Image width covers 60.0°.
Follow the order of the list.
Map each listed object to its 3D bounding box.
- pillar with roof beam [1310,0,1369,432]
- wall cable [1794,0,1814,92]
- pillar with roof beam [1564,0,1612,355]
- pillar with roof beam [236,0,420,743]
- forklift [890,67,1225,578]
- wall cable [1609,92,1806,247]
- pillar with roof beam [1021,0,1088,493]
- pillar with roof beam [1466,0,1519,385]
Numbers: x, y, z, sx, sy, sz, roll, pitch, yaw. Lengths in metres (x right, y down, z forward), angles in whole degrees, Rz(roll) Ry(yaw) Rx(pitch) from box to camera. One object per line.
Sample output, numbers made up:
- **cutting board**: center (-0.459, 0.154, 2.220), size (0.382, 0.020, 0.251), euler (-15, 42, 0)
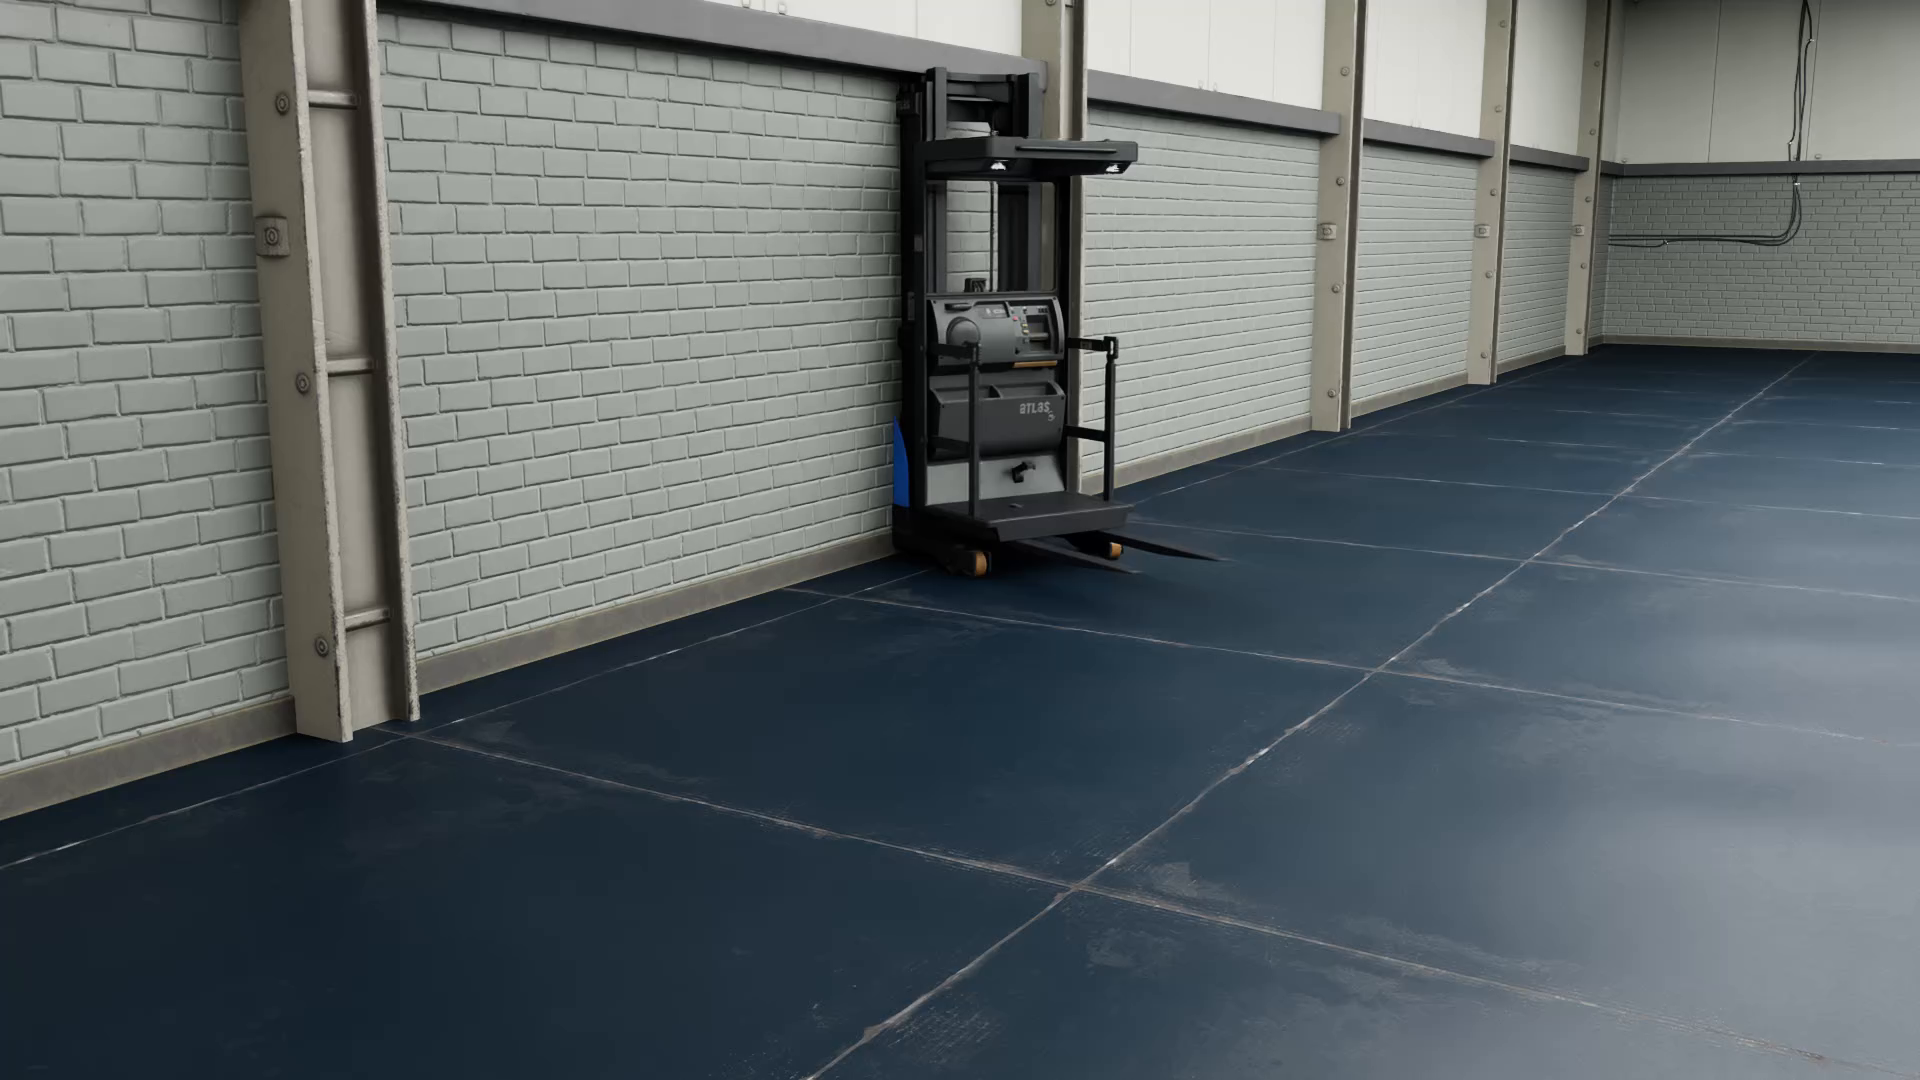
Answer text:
- **pillar with roof beam**: center (7.435, -5.142, 13.881), size (9.100, 9.000, 0.400), euler (6, 12, 31)
- **wall cable**: center (14.958, -8.475, 26.400), size (3.097, 2.526, 0.112), euler (6, 12, 31)
- **pillar with roof beam**: center (13.666, -7.029, 23.962), size (9.100, 9.000, 0.400), euler (6, 12, 31)
- **pillar with roof beam**: center (1.205, -3.255, 3.801), size (9.100, 9.000, 0.400), euler (6, 12, 31)
- **forklift**: center (0.351, -1.318, 9.943), size (1.130, 2.935, 3.031), euler (-7, 13, -32)
- **wall cable**: center (12.646, -6.251, 28.245), size (3.097, 2.526, 0.112), euler (6, 12, 31)
- **pillar with roof beam**: center (4.320, -4.199, 8.841), size (9.100, 9.000, 0.400), euler (6, 12, 31)
- **pillar with roof beam**: center (10.550, -6.086, 18.922), size (9.100, 9.000, 0.400), euler (6, 12, 31)
